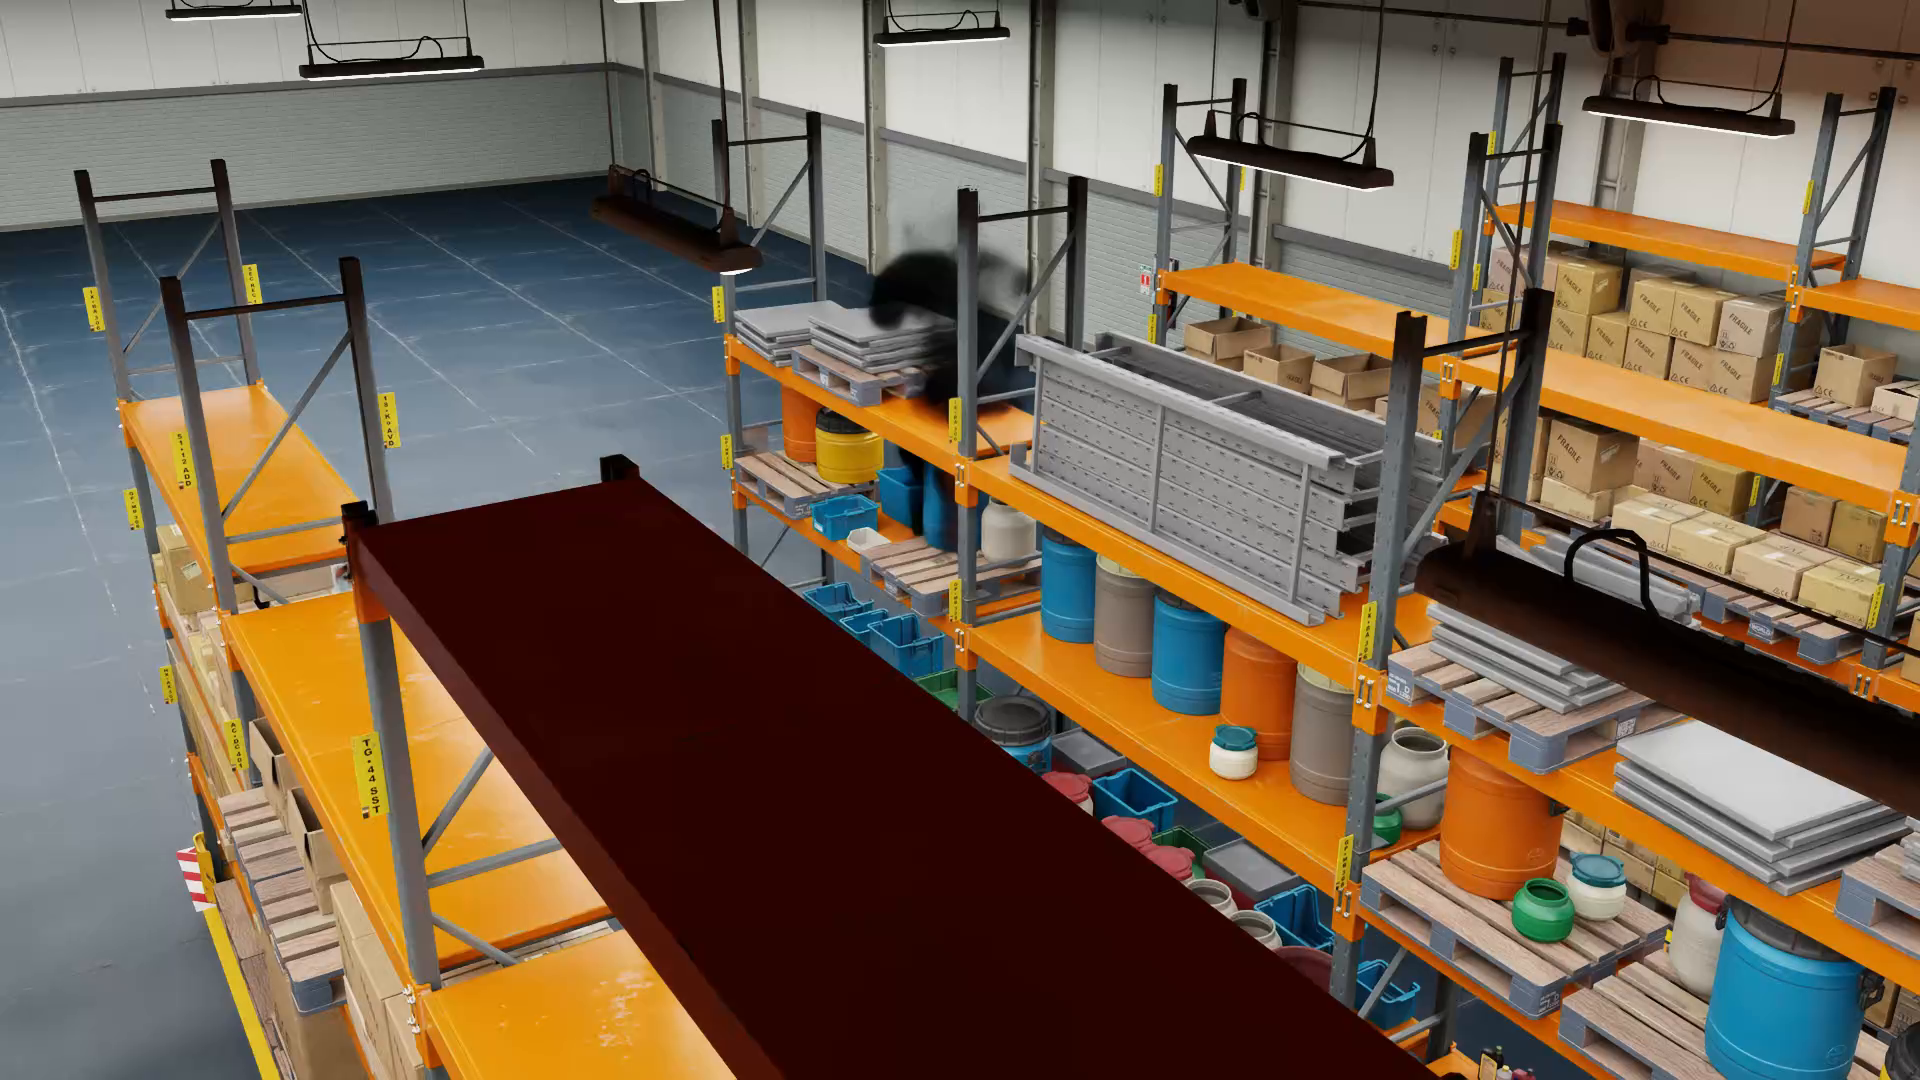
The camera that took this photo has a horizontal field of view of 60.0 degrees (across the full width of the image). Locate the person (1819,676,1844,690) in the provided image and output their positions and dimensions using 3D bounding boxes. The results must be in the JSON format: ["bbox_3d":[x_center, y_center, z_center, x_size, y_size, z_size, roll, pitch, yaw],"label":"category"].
[{"bbox_3d":[7.301,1.925,14.309,0.569,1.648,0.918,-16,27,-34],"label":"person"}]

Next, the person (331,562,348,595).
[{"bbox_3d":[-6.663,0.647,17.471,0.753,1.723,0.707,0,22,0],"label":"person"}]
